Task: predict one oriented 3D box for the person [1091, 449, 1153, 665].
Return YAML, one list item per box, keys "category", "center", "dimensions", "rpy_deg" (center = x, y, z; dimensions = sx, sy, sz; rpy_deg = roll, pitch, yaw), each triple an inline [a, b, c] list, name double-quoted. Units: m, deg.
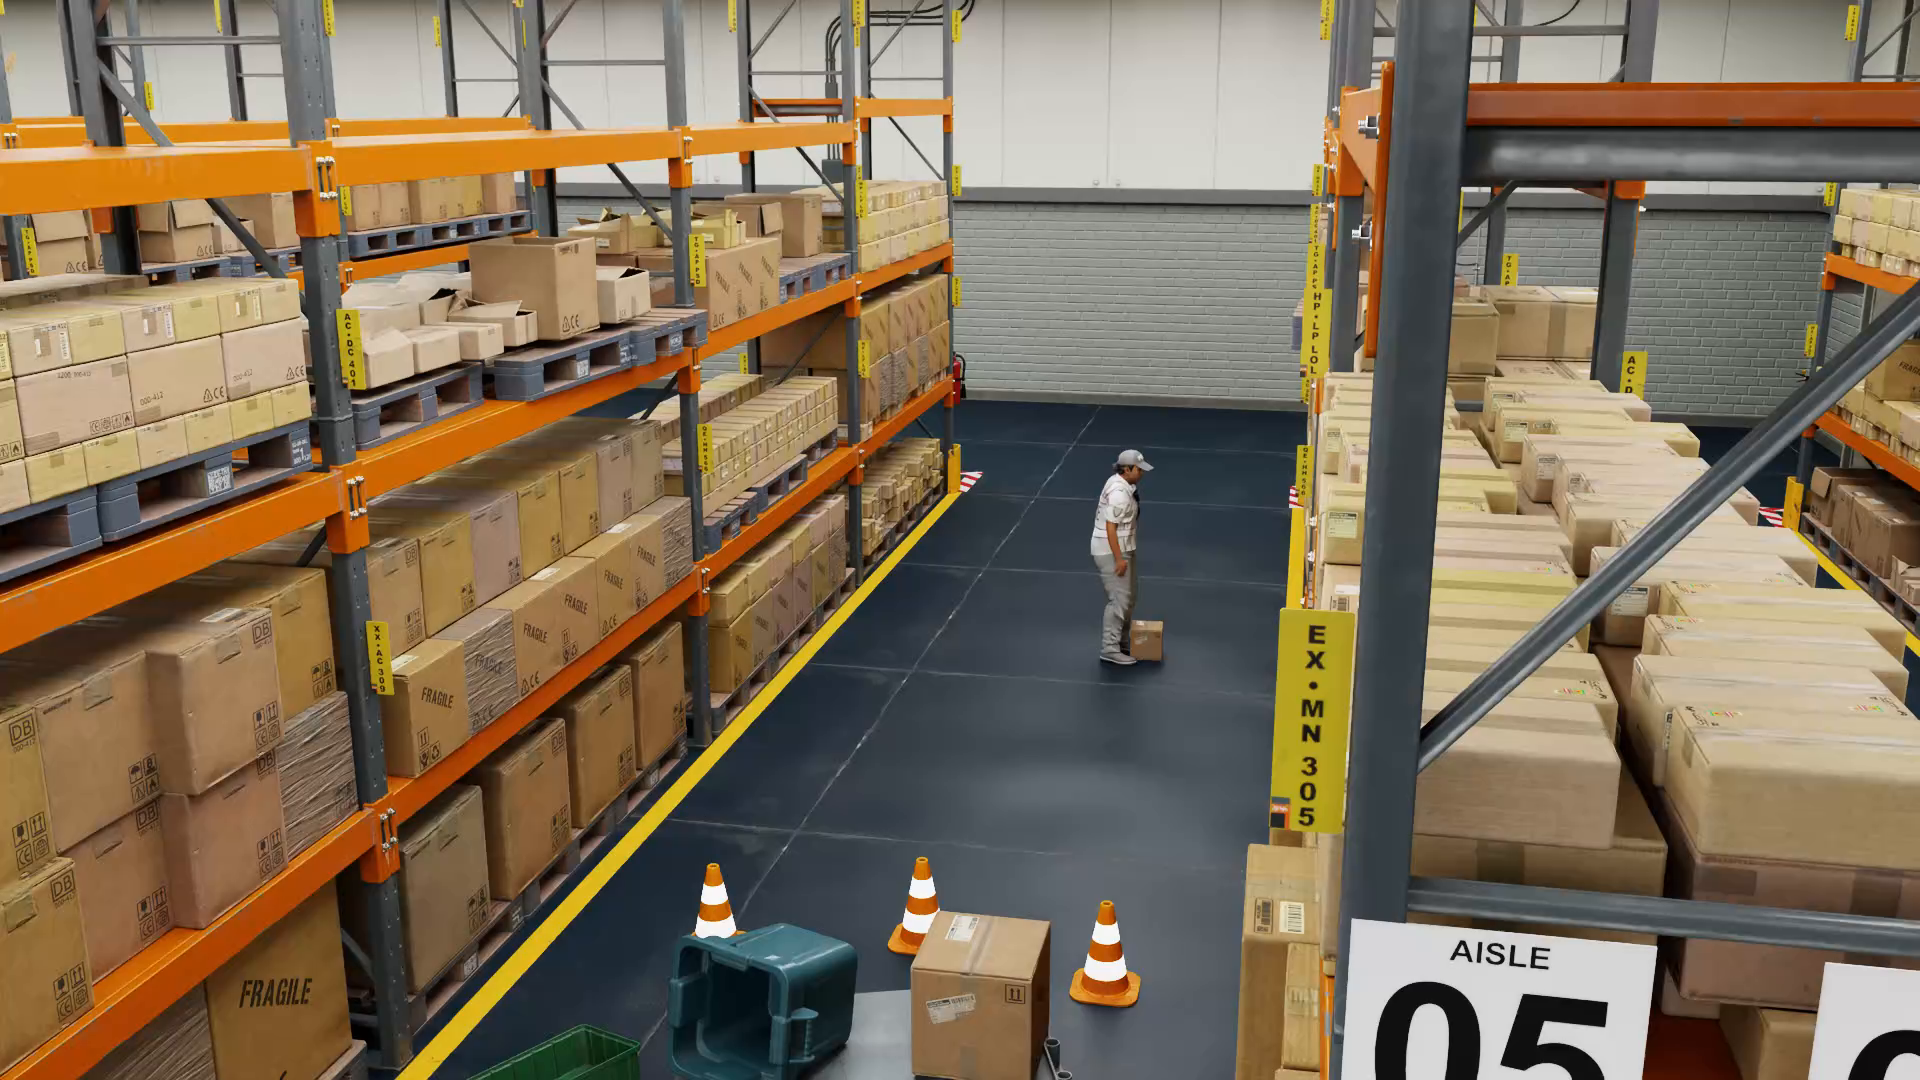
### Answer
- category: "person"
  center: [1.267, 0.108, 13.089]
  dimensions: [0.465, 1.666, 0.538]
  rpy_deg: [3, 15, 12]
